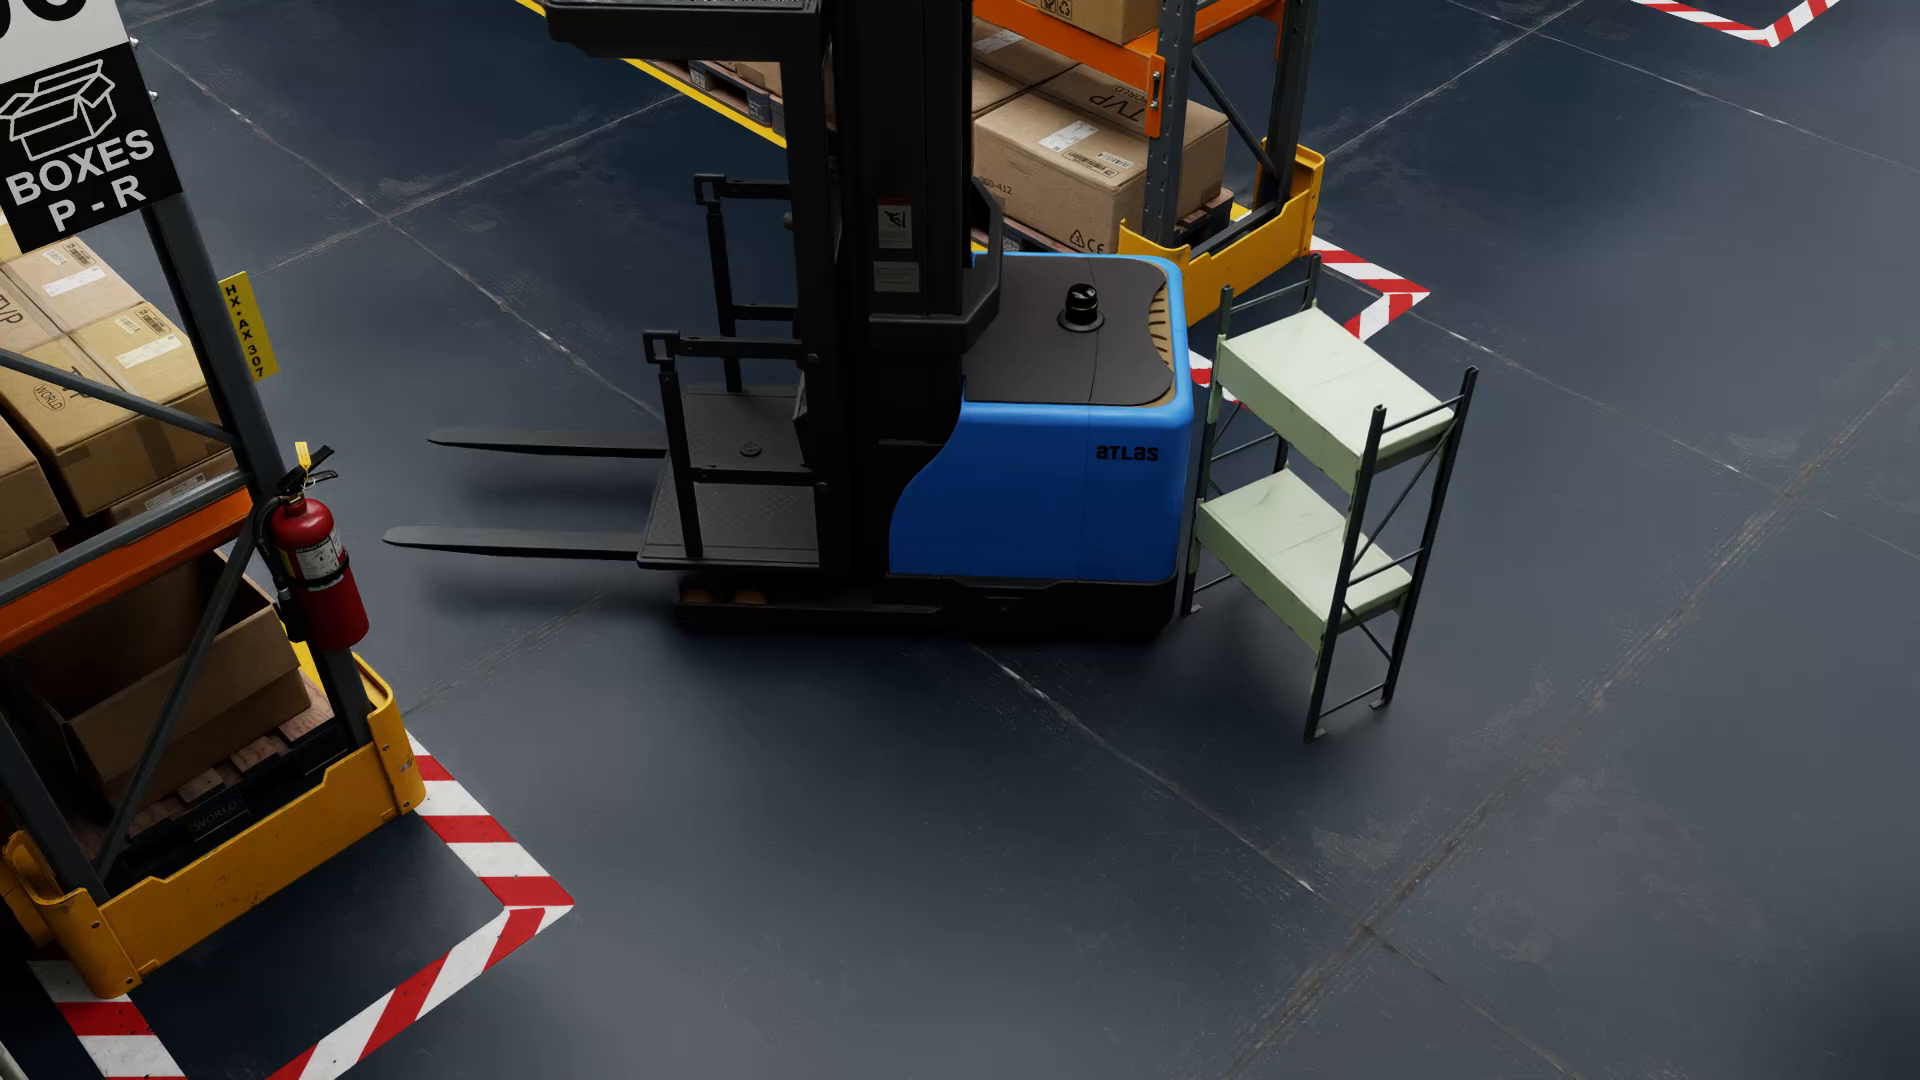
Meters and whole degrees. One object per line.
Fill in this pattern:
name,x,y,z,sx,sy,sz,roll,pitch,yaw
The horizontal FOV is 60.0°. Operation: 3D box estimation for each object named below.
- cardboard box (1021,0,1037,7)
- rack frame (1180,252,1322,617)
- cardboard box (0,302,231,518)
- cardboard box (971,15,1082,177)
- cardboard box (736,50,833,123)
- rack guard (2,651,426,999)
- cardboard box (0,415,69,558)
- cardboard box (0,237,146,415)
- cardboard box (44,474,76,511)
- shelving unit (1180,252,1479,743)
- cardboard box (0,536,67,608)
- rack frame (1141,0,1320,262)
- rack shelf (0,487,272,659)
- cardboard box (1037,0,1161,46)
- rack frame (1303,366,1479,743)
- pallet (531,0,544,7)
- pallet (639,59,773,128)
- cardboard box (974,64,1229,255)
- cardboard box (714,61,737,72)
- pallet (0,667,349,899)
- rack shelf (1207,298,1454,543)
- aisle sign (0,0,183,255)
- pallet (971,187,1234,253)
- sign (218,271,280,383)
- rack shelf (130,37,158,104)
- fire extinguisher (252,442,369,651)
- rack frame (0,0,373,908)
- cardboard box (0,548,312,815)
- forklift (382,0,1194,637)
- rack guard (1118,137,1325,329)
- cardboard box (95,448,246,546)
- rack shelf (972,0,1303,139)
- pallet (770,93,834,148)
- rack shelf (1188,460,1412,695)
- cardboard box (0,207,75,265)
cardboard box,0.341,-2.756,7.394,0.500,0.500,0.500,33,52,31
rack frame,1.022,-0.331,5.948,0.400,1.500,0.023,-22,47,-22
cardboard box,-2.428,-0.387,4.794,0.500,0.250,0.500,-34,52,-31
cardboard box,0.024,-2.284,8.535,0.875,0.438,0.875,-33,52,-30
cardboard box,-0.612,-2.718,9.005,0.875,0.438,0.875,33,52,30
rack guard,-2.352,0.896,5.357,1.175,0.500,0.348,-34,53,-31
cardboard box,-2.811,-0.134,4.520,0.500,0.250,0.500,-33,52,-30
cardboard box,-2.784,-0.629,5.056,0.500,0.250,0.500,-34,52,-31
cardboard box,-2.549,-0.283,4.976,0.380,0.149,0.250,-33,52,-30
shelving unit,1.210,-0.118,5.717,0.431,1.500,0.755,-22,47,-22
cardboard box,-2.723,0.076,4.587,0.250,0.149,0.380,34,52,31
rack frame,1.213,-2.366,7.045,1.000,3.000,0.127,-34,53,-31
rack shelf,-3.711,-0.682,5.753,1.077,0.370,4.000,-34,53,-31
cardboard box,0.685,-2.508,7.125,0.500,0.500,0.500,-34,52,-31
rack frame,1.398,0.095,5.486,0.400,1.500,0.023,-22,47,-22
pallet,-2.210,-3.599,10.434,1.003,0.211,1.213,-34,53,-31
pallet,-1.130,-2.861,9.636,1.003,0.211,1.213,-34,53,-31
cardboard box,0.676,-1.849,8.064,0.875,0.438,0.875,32,52,30
cardboard box,-1.244,-3.148,9.470,0.875,0.438,0.875,33,52,31
pallet,-2.916,0.620,5.869,1.003,0.211,1.213,-34,53,-31
rack shelf,1.210,-0.404,5.452,0.431,0.370,0.720,-22,47,-22
aisle sign,-2.043,-1.048,3.703,0.394,0.787,0.004,-34,53,-31
pallet,0.593,-1.689,8.367,1.003,0.211,1.213,-34,53,-31
sign,-1.915,-0.564,4.457,0.100,0.325,0.005,-34,53,-31
rack shelf,-3.711,-1.784,4.735,1.077,0.370,4.000,-34,53,-31
fire extinguisher,-1.867,0.029,4.785,0.296,0.674,0.183,-34,53,-31
rack frame,-2.299,0.014,4.469,1.000,3.000,0.127,-34,53,-31
cardboard box,-2.663,0.438,5.541,0.637,0.503,0.797,32,52,30
forklift,-0.686,-1.087,5.711,3.031,2.935,1.130,2,43,2
rack guard,1.230,-1.437,7.881,1.175,0.500,0.348,-34,53,-31
cardboard box,-2.337,-0.183,4.867,0.250,0.149,0.380,34,52,31
rack shelf,-0.199,-3.063,8.329,1.077,0.370,4.000,-34,53,-31
pallet,-0.264,-2.275,9.001,1.003,0.211,1.213,-34,53,-31
rack shelf,1.210,0.122,5.938,0.431,0.370,0.720,-22,47,-22
cardboard box,-3.145,-0.871,5.318,0.500,0.250,0.500,33,52,31
